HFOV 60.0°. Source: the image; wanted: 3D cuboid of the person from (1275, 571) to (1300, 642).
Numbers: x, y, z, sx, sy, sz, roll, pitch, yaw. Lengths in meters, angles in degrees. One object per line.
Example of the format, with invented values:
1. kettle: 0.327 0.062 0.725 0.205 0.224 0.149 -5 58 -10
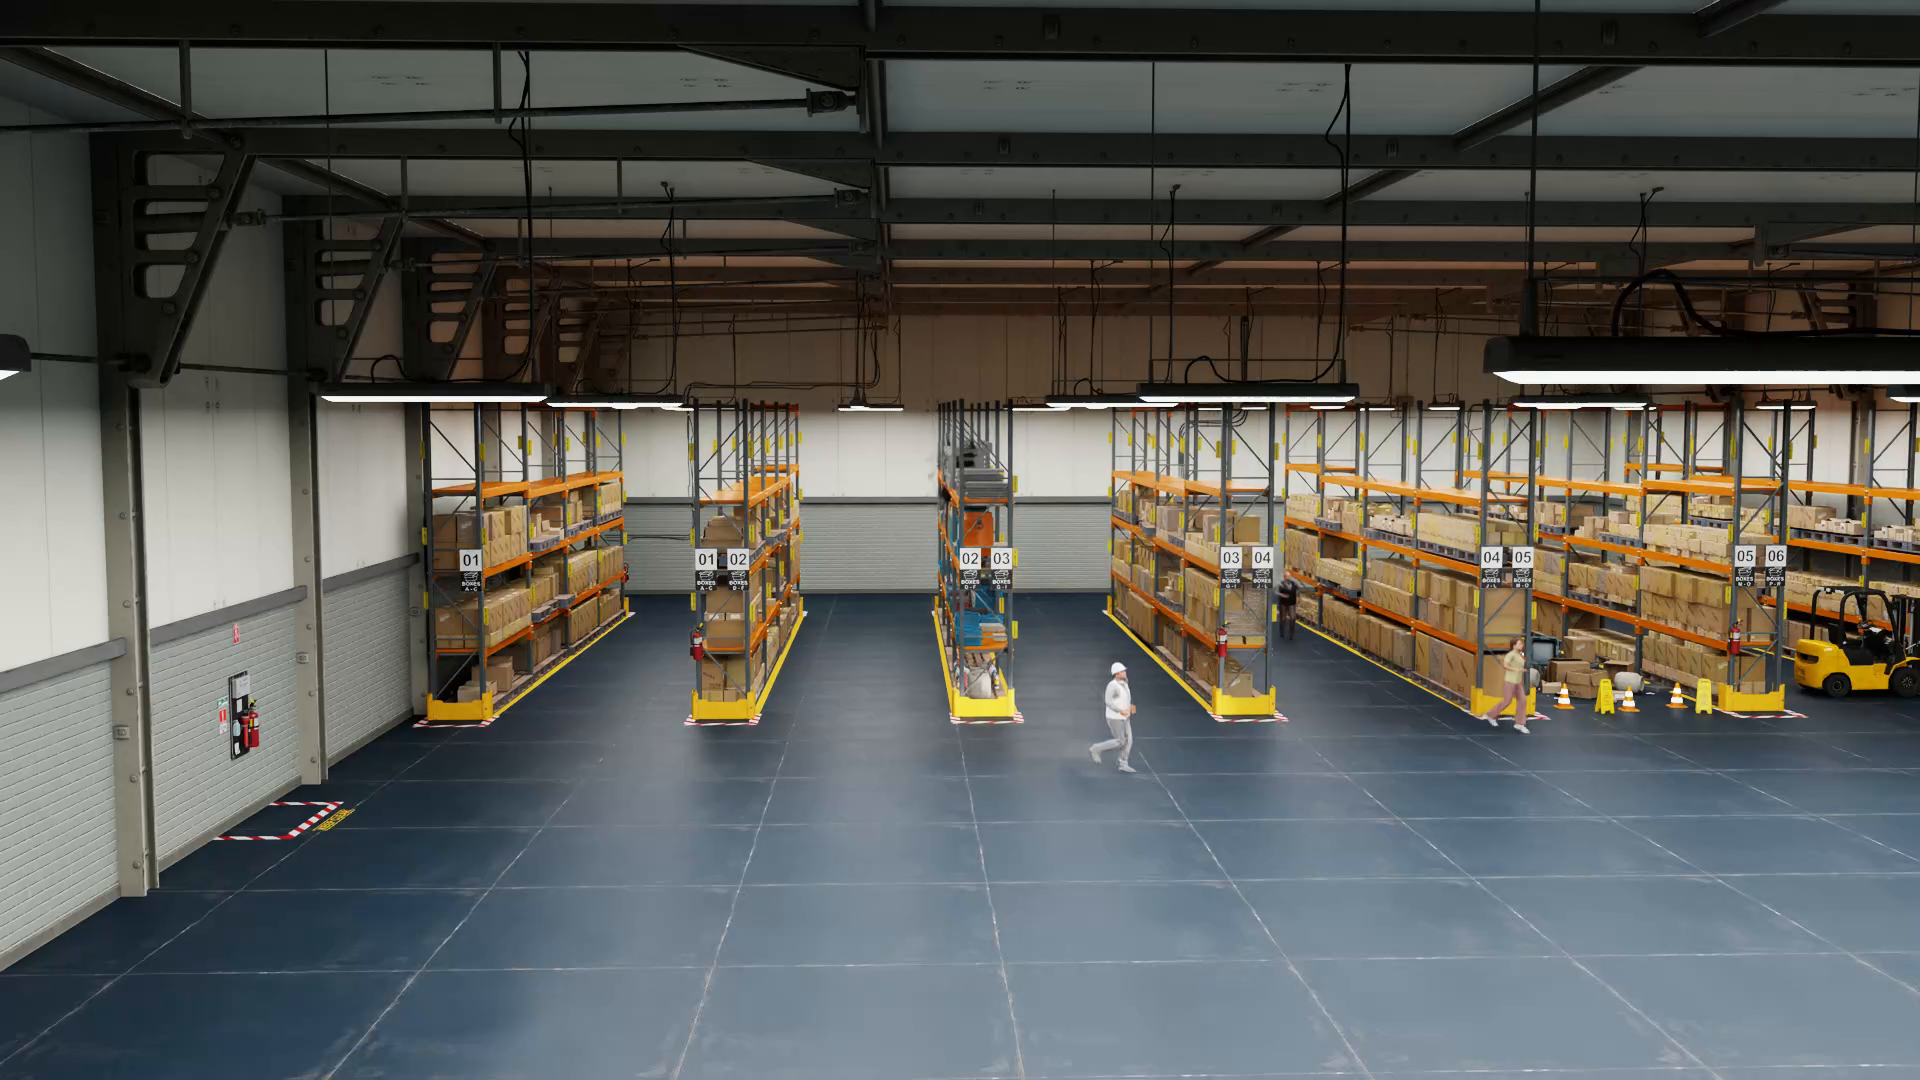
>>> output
1. person: 8.273 1.690 42.006 0.673 1.804 0.760 0 4 -2

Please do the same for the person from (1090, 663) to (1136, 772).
1. person: 2.493 2.836 26.704 0.723 1.760 0.667 2 5 27

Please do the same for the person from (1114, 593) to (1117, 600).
1. person: 4.828 1.144 49.013 0.622 1.750 0.647 1 4 13

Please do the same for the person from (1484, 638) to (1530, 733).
1. person: 10.002 2.604 30.161 0.857 1.686 0.584 4 6 45
